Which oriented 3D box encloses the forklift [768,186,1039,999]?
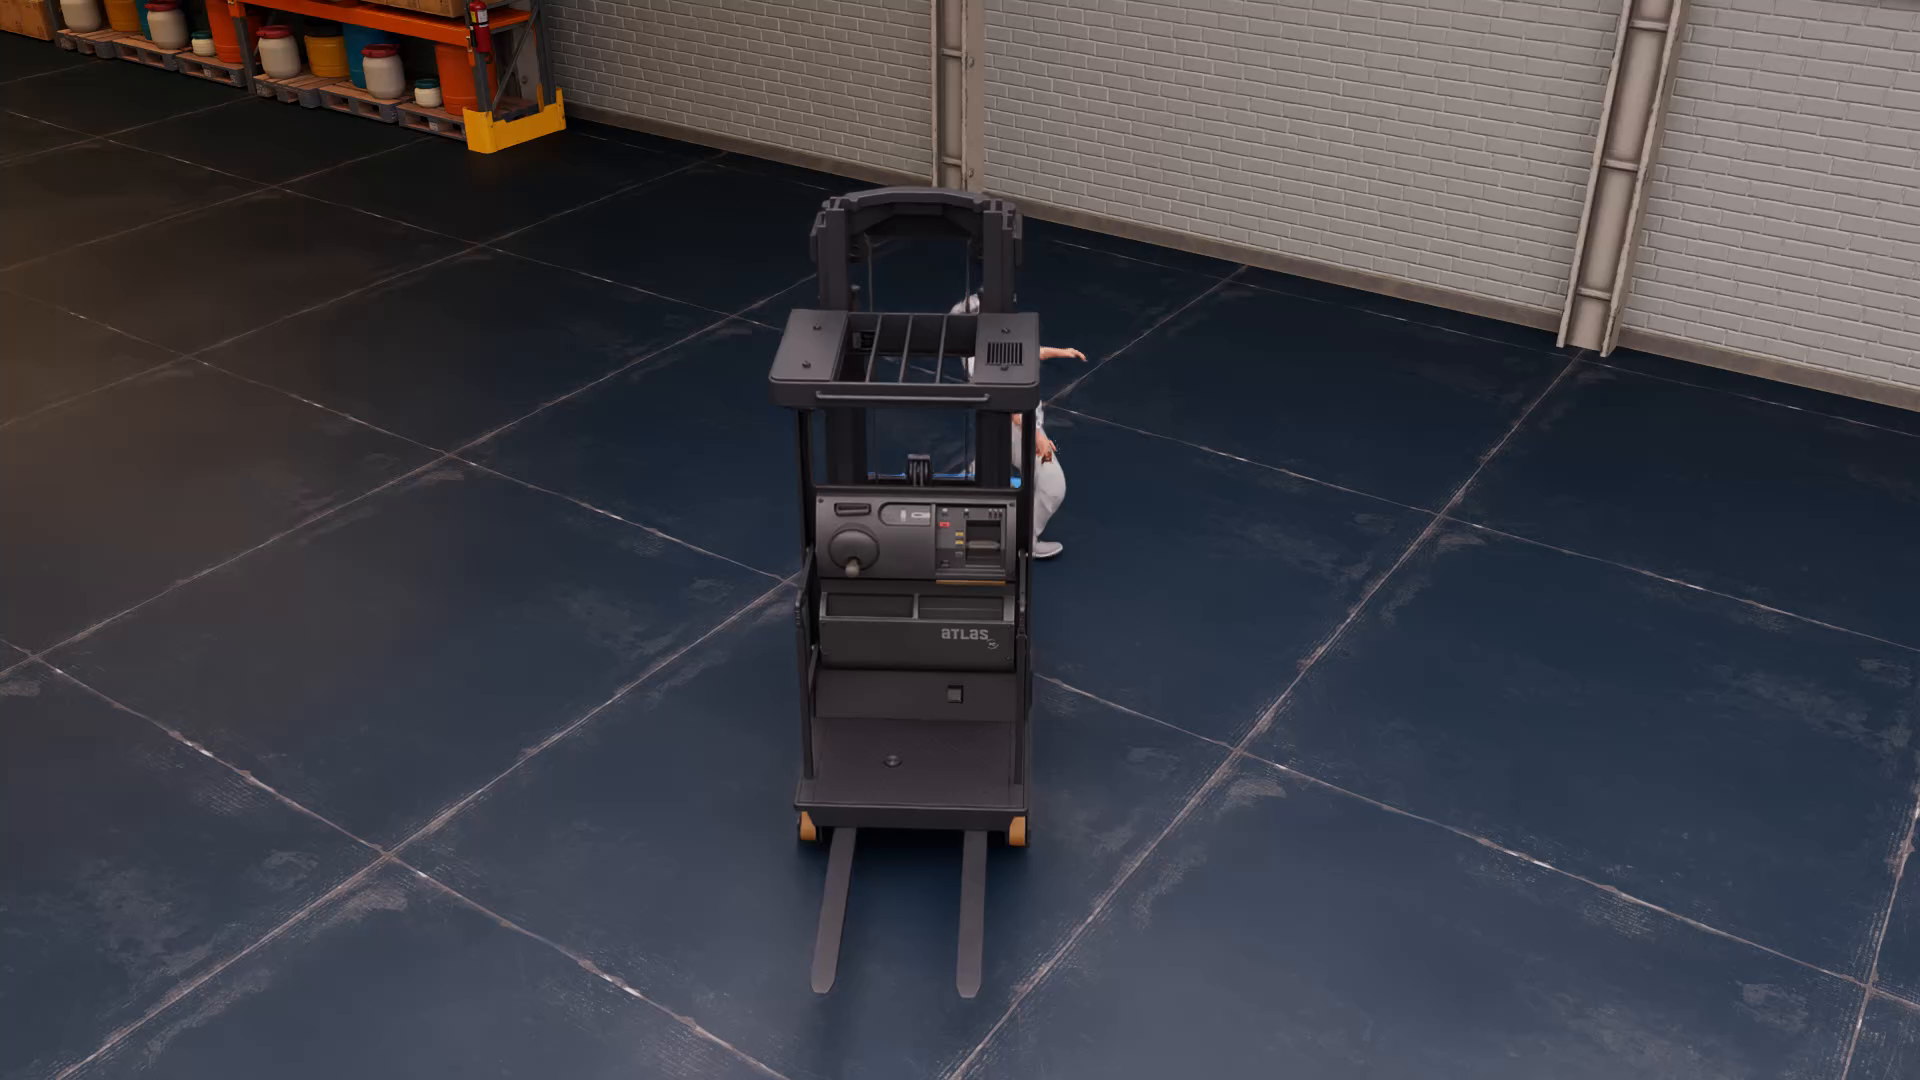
[{"bbox_3d":[-0.210,0.037,7.518,1.130,2.935,3.031,1,30,2],"label":"forklift"}]

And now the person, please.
[{"bbox_3d":[0.371,-0.674,10.044,0.851,1.598,0.854,-12,32,-20],"label":"person"}]
